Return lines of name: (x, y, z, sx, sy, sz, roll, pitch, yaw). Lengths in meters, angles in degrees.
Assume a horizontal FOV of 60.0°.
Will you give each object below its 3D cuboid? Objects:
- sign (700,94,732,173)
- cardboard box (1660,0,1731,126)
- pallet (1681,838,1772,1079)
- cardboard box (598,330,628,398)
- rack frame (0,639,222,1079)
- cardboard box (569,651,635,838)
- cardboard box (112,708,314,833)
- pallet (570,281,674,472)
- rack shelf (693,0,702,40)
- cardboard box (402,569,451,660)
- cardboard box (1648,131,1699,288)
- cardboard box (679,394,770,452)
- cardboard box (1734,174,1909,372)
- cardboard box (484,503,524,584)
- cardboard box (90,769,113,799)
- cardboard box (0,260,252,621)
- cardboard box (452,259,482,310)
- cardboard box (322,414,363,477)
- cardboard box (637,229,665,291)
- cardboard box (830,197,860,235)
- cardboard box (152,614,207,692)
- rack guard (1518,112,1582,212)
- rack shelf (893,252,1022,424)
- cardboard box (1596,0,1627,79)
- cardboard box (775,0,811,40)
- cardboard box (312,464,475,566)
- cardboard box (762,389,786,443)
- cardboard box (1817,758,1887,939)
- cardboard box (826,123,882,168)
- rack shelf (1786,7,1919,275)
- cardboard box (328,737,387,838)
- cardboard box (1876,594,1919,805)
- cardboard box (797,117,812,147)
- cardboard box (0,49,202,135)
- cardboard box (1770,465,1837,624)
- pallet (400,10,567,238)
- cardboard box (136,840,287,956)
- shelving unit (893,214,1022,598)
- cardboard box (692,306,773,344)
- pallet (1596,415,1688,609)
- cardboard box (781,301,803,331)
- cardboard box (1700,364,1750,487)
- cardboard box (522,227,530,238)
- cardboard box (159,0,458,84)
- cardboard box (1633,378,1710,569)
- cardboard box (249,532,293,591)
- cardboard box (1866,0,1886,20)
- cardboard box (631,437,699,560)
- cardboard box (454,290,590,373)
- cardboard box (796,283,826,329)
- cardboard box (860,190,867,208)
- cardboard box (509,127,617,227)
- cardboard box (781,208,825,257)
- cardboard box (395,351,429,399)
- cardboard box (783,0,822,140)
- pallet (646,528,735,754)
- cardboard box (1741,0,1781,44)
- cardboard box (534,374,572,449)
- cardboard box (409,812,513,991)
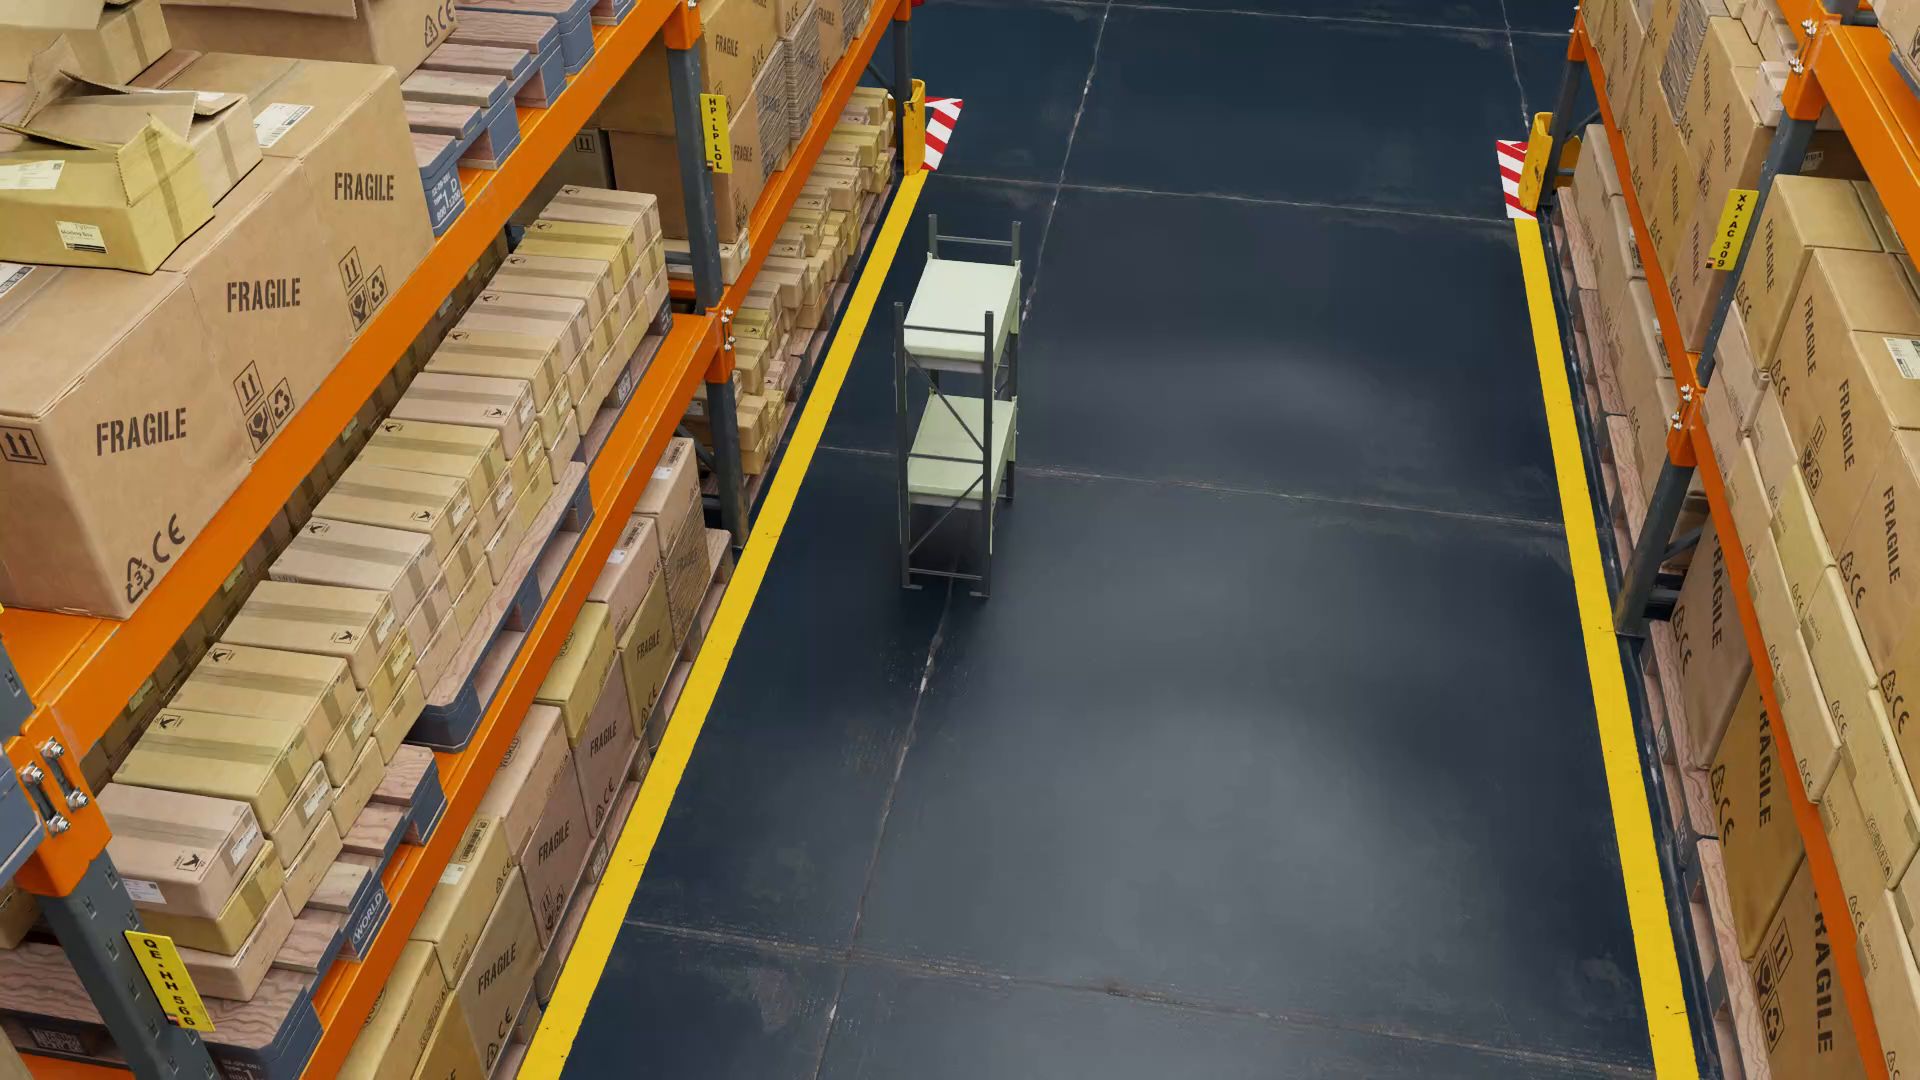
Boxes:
sign: (-0.953, -1.587, 6.504, 0.100, 0.325, 0.005, 6, 40, 8)
cardboard box: (3.377, -2.106, 7.177, 0.500, 0.500, 0.500, 7, 40, 8)
pallet: (3.125, 1.618, 5.724, 1.003, 0.211, 1.213, 6, 40, 8)
cardboard box: (-1.463, -0.674, 6.176, 0.380, 0.149, 0.250, 6, 40, 8)
rack frame: (-2.192, 1.311, 3.908, 1.000, 3.000, 0.127, 6, 40, 8)
cardboard box: (-1.562, 0.737, 6.233, 0.500, 0.500, 0.500, 6, 40, 7)
cardboard box: (-1.877, 0.579, 4.194, 0.380, 0.149, 0.250, 5, 40, 6)
pallet: (-1.775, -0.662, 6.444, 1.003, 0.211, 1.213, 6, 40, 8)
rack shelf: (-1.154, -3.334, 7.736, 1.077, 0.370, 4.000, 6, 40, 8)
cardboard box: (-1.735, 0.197, 4.889, 0.380, 0.149, 0.250, 6, 40, 8)
cardboard box: (3.305, -1.399, 7.106, 0.500, 0.500, 0.500, 5, 40, 7)
cardboard box: (-1.122, -0.570, 7.856, 0.380, 0.149, 0.250, 8, 40, 10)
cardboard box: (3.034, -0.897, 5.714, 0.500, 0.500, 0.500, 7, 40, 8)
cardboard box: (-1.642, -0.008, 5.371, 0.380, 0.149, 0.250, 5, 40, 6)
cardboard box: (-2.515, 0.730, 4.478, 0.380, 0.149, 0.250, 6, 40, 8)
cardboard box: (-1.831, -0.213, 3.318, 0.500, 0.500, 0.500, 6, 40, 8)
cardboard box: (-2.064, -1.020, 6.361, 0.380, 0.149, 0.250, 6, 40, 7)
cardboard box: (-2.243, -0.359, 5.561, 0.380, 0.149, 0.250, 6, 40, 7)
cardboard box: (-1.374, -1.108, 6.467, 0.380, 0.149, 0.250, 8, 40, 9)
cardboard box: (-0.783, -1.872, 9.432, 0.380, 0.149, 0.250, 7, 40, 8)
cardboard box: (-2.424, 0.281, 4.788, 0.380, 0.149, 0.250, 6, 40, 8)
rack guard: (4.089, -2.279, 10.211, 1.175, 0.500, 0.348, 6, 40, 8)
rack shelf: (-0.001, -0.875, 7.115, 0.431, 0.370, 0.720, 6, 40, 8)
cardboard box: (3.659, -2.676, 8.651, 0.500, 0.500, 0.500, 6, 40, 7)
cardboard box: (-0.989, -2.634, 7.583, 0.500, 0.500, 0.500, 7, 40, 8)
cardboard box: (-1.695, -0.077, 4.987, 0.380, 0.149, 0.250, 8, 40, 9)
cardboard box: (-1.074, -0.623, 8.154, 0.380, 0.149, 0.250, 8, 40, 9)
cardboard box: (2.709, 0.868, 4.560, 0.500, 0.250, 0.500, 6, 40, 7)
cardboard box: (-0.669, -2.314, 9.733, 0.380, 0.149, 0.250, 6, 40, 7)
rack shelf: (3.047, -0.341, 4.116, 1.077, 0.370, 4.000, 6, 40, 8)
cardboard box: (-1.823, 0.649, 4.575, 0.380, 0.149, 0.250, 8, 40, 10)
cardboard box: (2.706, 0.382, 4.168, 0.500, 0.500, 0.500, 6, 40, 8)
cardboard box: (-0.949, -2.076, 8.201, 0.380, 0.149, 0.250, 8, 40, 10)
cardboard box: (-2.179, -0.899, 4.148, 0.500, 0.500, 0.500, 6, 40, 8)
cardboard box: (2.863, 0.037, 5.174, 0.500, 0.250, 0.500, 7, 40, 8)
pallet: (-1.888, -1.257, 4.806, 1.213, 0.211, 1.003, 6, 40, 8)
cardboard box: (-1.911, 0.850, 4.099, 0.380, 0.149, 0.250, 8, 40, 10)
shelving unit: (-0.001, -0.574, 7.364, 0.431, 1.500, 0.755, 6, 40, 8)
cardboard box: (-1.135, -1.016, 8.163, 0.380, 0.149, 0.250, 6, 40, 7)
pallet: (3.602, -0.111, 7.816, 1.003, 0.211, 1.213, 6, 40, 8)
cardboard box: (-1.040, -1.234, 8.660, 0.380, 0.149, 0.250, 8, 40, 10)
cardboard box: (3.057, -0.413, 6.109, 0.500, 0.250, 0.500, 6, 40, 7)
cardboard box: (-1.681, -1.308, 7.272, 0.380, 0.149, 0.250, 6, 40, 7)
cardboard box: (-1.897, -1.603, 4.666, 0.797, 0.503, 0.637, 6, 40, 7)
cardboard box: (3.607, -0.274, 7.505, 0.875, 0.438, 0.875, 6, 40, 7)
cardboard box: (-2.332, 0.081, 5.263, 0.380, 0.149, 0.250, 8, 40, 9)
cardboard box: (2.962, -1.708, 4.981, 0.396, 0.266, 0.258, 6, 40, 7)
cardboard box: (-1.380, -0.192, 6.769, 0.500, 0.250, 0.500, 5, 40, 6)
cardboard box: (-1.515, -0.725, 5.771, 0.380, 0.149, 0.250, 6, 40, 8)
cardboard box: (-0.936, -1.275, 8.942, 0.380, 0.149, 0.250, 5, 40, 6)
cardboard box: (-0.769, -2.091, 9.930, 0.380, 0.149, 0.250, 6, 40, 7)
cardboard box: (-1.694, -1.688, 7.222, 0.500, 0.500, 0.500, 6, 40, 8)
cardboard box: (-0.941, -1.663, 8.946, 0.380, 0.149, 0.250, 7, 40, 8)
cardboard box: (-2.155, -0.580, 6.062, 0.380, 0.149, 0.250, 7, 40, 8)
cardboard box: (-0.965, -2.259, 7.914, 0.500, 0.500, 0.500, 6, 40, 7)
pallet: (-1.633, 0.364, 7.241, 1.003, 0.211, 1.213, 6, 40, 8)
cardboard box: (3.364, -2.089, 6.648, 0.380, 0.149, 0.250, 6, 40, 7)
cardboard box: (-1.554, -0.452, 5.673, 0.380, 0.149, 0.250, 4, 40, 5)
cardboard box: (-1.747, 1.099, 5.207, 0.500, 0.250, 0.500, 6, 40, 7)
